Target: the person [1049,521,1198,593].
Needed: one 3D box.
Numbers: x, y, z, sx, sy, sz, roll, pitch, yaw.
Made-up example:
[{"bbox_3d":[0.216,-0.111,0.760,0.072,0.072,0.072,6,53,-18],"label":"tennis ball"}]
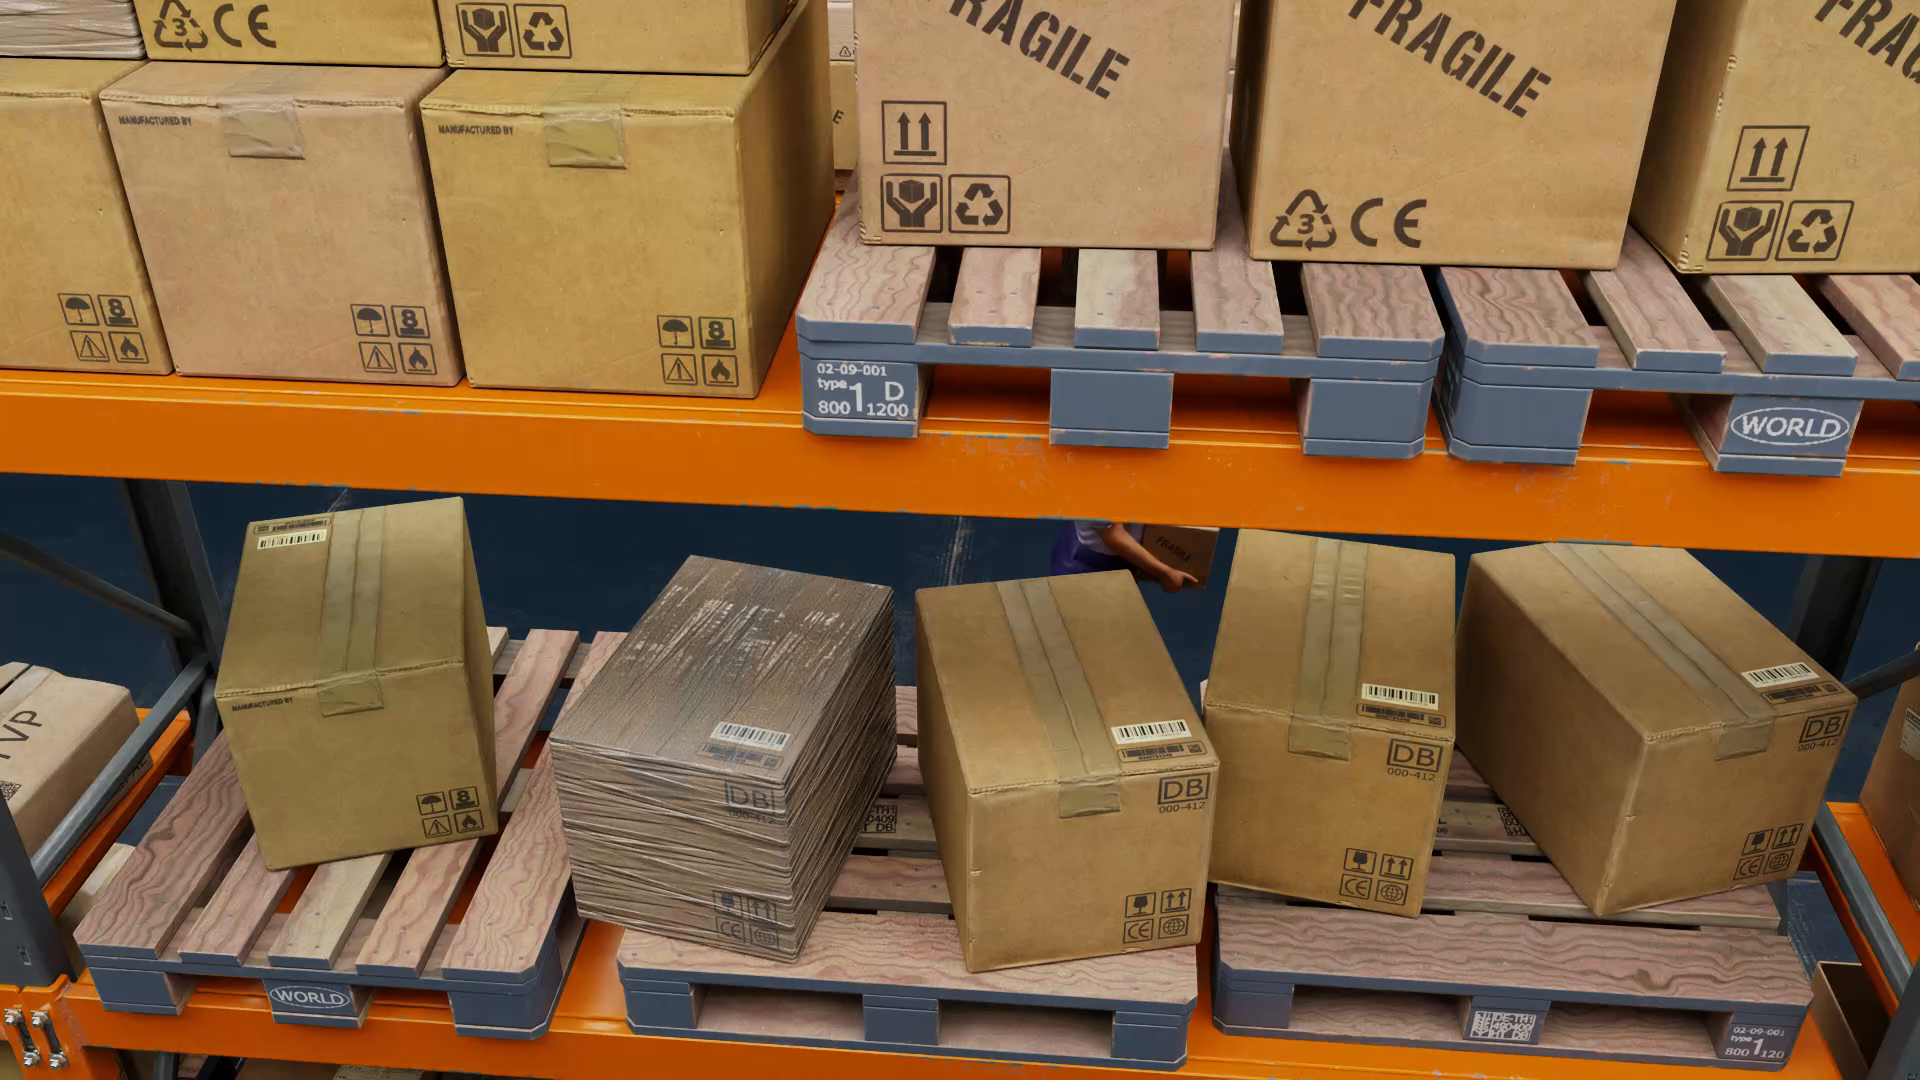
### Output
[{"bbox_3d":[0.579,0.125,5.963,0.523,1.634,0.452,3,32,4],"label":"person"}]
